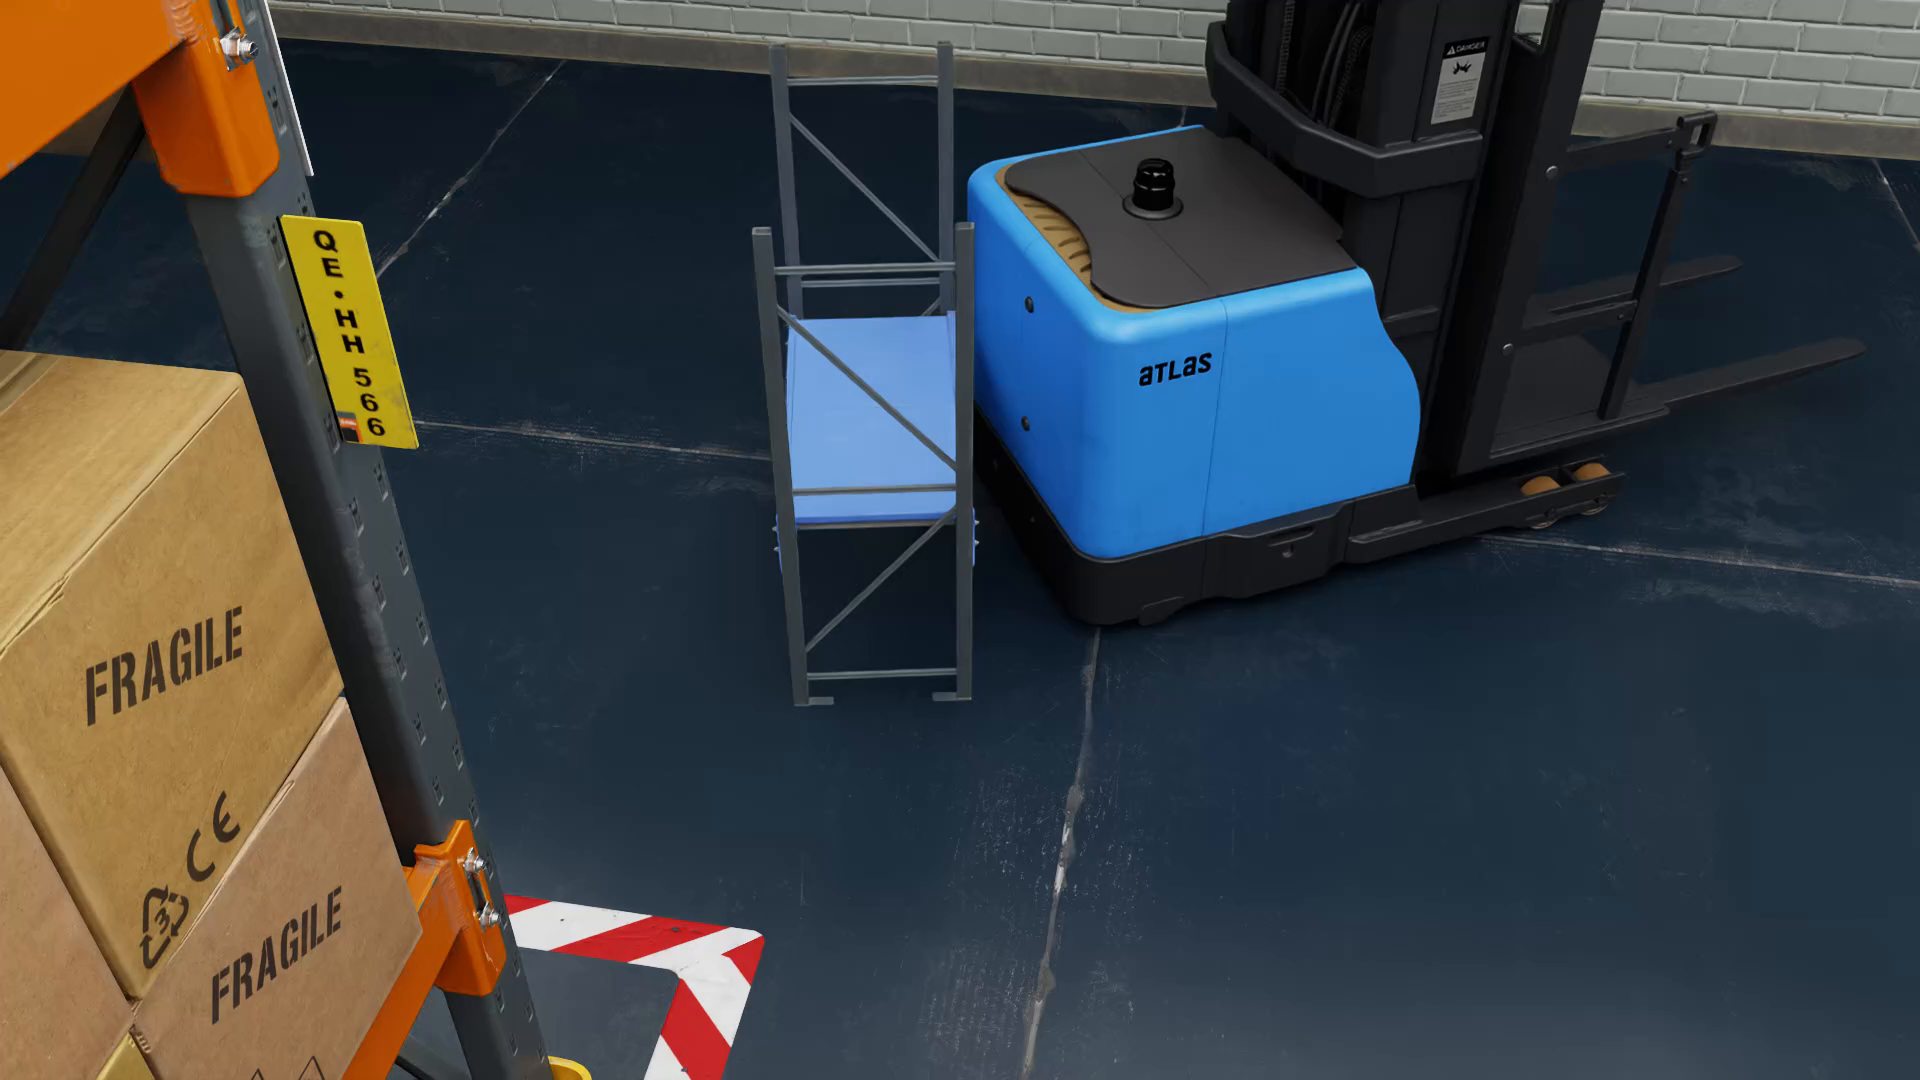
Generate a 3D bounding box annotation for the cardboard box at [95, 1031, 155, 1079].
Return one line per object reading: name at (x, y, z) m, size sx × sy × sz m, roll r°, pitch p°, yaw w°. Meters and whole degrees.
cardboard box at (-1.184, 0.845, 1.796) m, size 0.500 × 0.500 × 0.500 m, roll 7°, pitch 40°, yaw 8°

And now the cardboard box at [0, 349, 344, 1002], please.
cardboard box at (-1.094, 0.132, 1.873) m, size 0.500 × 0.500 × 0.500 m, roll 6°, pitch 40°, yaw 7°

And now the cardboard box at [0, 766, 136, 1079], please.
cardboard box at (-1.181, 0.449, 1.490) m, size 0.500 × 0.500 × 0.500 m, roll 7°, pitch 40°, yaw 9°

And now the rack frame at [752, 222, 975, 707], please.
rack frame at (-0.217, -0.125, 4.224) m, size 0.500 × 1.500 × 0.032 m, roll -2°, pitch 40°, yaw -2°

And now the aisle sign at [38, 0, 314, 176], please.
aisle sign at (-0.974, -0.765, 1.781) m, size 0.394 × 0.787 × 0.004 m, roll 6°, pitch 40°, yaw 8°

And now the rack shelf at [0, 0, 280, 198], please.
rack shelf at (-1.634, 0.623, 0.353) m, size 1.077 × 0.370 × 4.000 m, roll 6°, pitch 40°, yaw 8°

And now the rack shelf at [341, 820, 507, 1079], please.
rack shelf at (-1.634, 1.779, 1.309) m, size 1.077 × 0.370 × 4.000 m, roll 6°, pitch 40°, yaw 8°

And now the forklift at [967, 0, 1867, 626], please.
forklift at (1.579, -1.466, 4.723) m, size 3.031 × 2.935 × 1.130 m, roll -14°, pitch 42°, yaw -16°

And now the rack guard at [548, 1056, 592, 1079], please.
rack guard at (-1.301, 1.257, 3.337) m, size 1.175 × 0.500 × 0.348 m, roll 6°, pitch 40°, yaw 8°

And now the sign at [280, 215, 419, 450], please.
sign at (-0.745, -0.248, 2.039) m, size 0.100 × 0.325 × 0.005 m, roll 6°, pitch 40°, yaw 8°

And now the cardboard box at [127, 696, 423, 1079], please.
cardboard box at (-1.097, 0.519, 2.190) m, size 0.500 × 0.500 × 0.500 m, roll 8°, pitch 40°, yaw 9°

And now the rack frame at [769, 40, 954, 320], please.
rack frame at (-0.269, -0.772, 5.006) m, size 0.500 × 1.500 × 0.032 m, roll -2°, pitch 40°, yaw -2°

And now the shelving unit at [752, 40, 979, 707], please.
shelving unit at (-0.243, -0.448, 4.615) m, size 0.538 × 1.500 × 1.048 m, roll -2°, pitch 40°, yaw -2°

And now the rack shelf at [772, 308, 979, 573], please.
rack shelf at (-0.243, -0.310, 4.730) m, size 0.538 × 0.185 × 1.000 m, roll -2°, pitch 40°, yaw -2°
